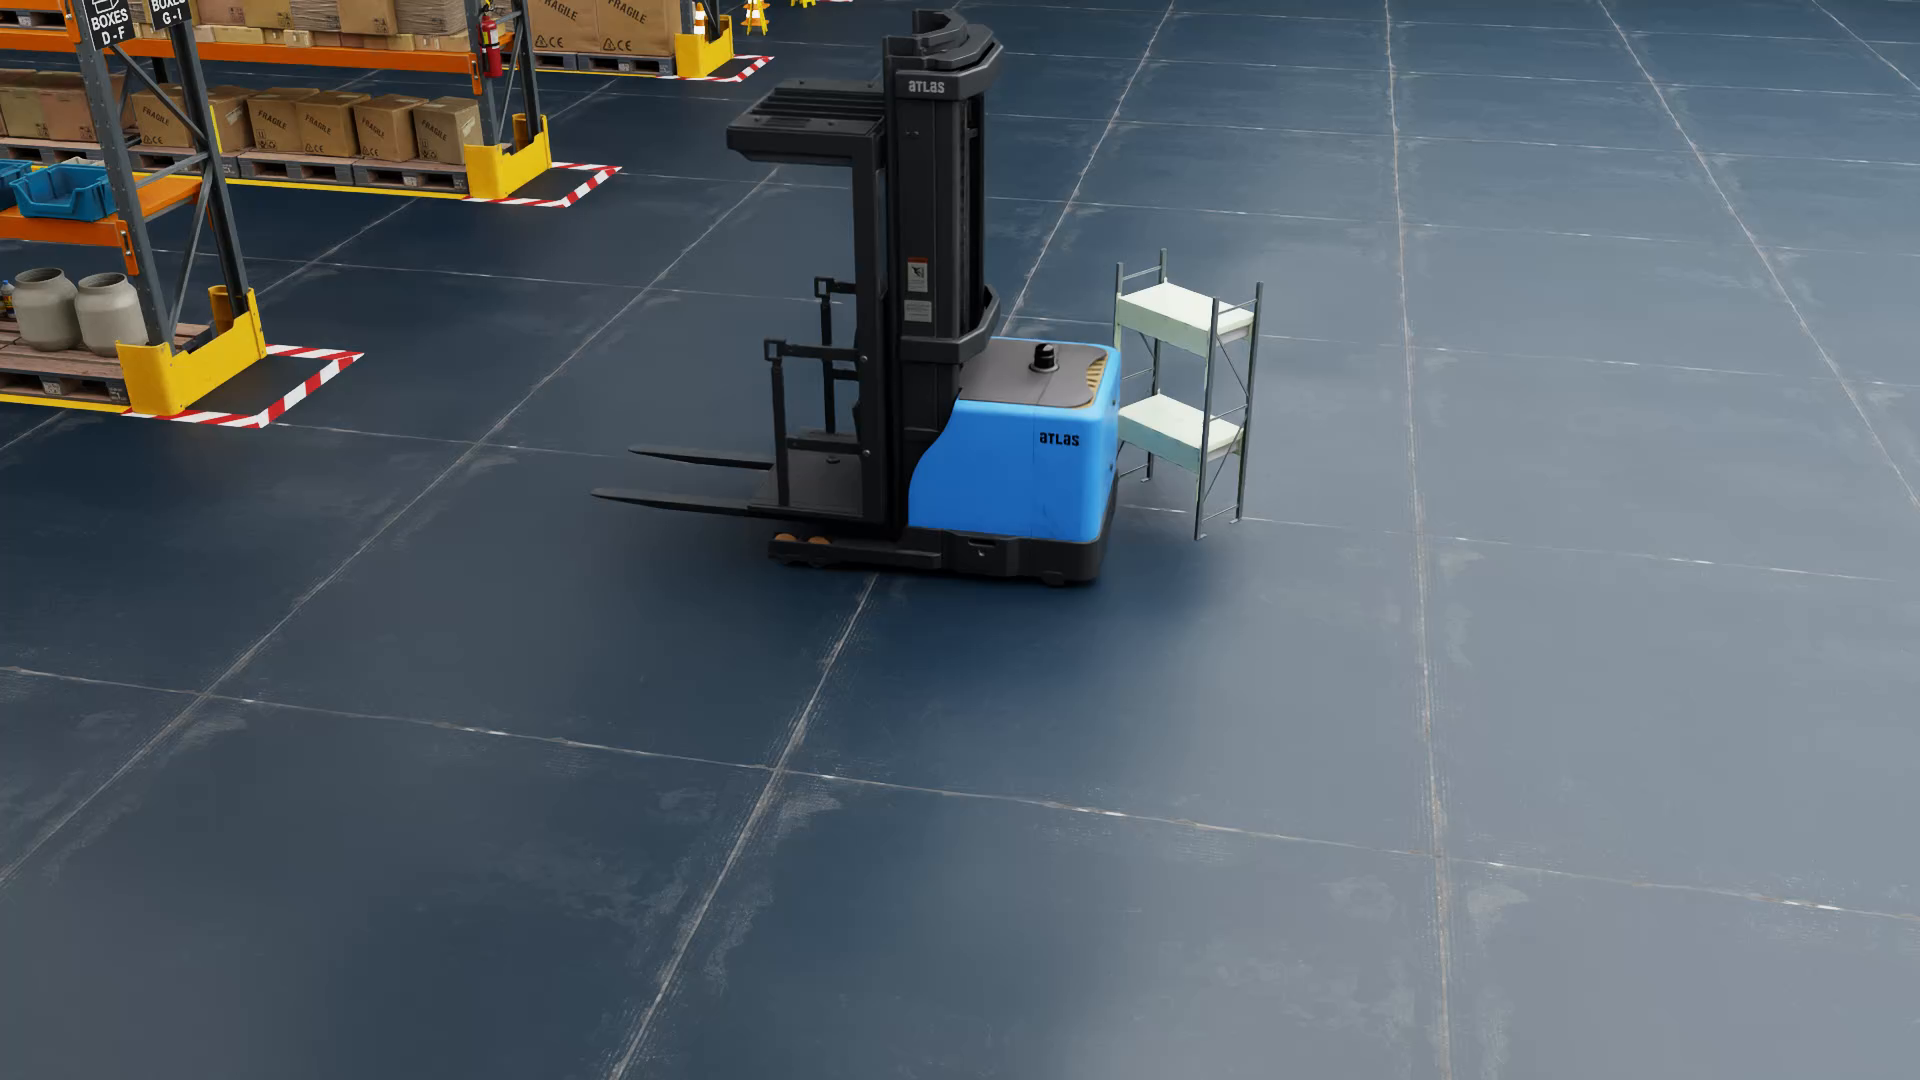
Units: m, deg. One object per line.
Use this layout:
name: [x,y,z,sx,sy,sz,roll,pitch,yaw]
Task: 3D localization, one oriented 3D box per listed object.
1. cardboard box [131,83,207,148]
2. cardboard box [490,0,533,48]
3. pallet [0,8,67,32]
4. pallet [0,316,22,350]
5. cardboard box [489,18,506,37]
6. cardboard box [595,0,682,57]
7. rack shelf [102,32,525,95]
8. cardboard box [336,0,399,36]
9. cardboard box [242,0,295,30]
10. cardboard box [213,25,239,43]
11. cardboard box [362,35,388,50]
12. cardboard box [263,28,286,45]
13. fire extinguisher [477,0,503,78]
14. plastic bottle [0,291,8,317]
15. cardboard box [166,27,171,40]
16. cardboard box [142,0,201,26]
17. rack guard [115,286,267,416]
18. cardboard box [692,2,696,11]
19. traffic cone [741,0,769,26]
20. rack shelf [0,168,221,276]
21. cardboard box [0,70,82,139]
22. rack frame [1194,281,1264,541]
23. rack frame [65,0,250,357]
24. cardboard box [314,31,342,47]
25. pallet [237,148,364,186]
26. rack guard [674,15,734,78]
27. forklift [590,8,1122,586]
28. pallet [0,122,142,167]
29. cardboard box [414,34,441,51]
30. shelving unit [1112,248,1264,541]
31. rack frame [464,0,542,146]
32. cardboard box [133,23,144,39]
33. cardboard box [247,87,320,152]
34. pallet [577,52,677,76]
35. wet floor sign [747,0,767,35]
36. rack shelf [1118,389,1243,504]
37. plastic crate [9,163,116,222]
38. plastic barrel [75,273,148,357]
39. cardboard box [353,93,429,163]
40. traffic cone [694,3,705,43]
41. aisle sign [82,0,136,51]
cardboard box: [-7.789,-4.212,16.485,0.500,0.500,0.500,5,29,9]
cardboard box: [-5.554,-6.570,20.402,0.875,0.875,0.875,6,29,11]
pallet: [-8.888,-5.244,16.404,1.213,0.211,1.003,6,29,11]
pallet: [-7.361,-1.425,12.134,1.213,0.211,1.003,6,29,11]
cardboard box: [-4.488,-4.812,15.678,0.250,0.149,0.380,6,29,11]
cardboard box: [-3.802,-6.390,20.074,0.875,0.875,0.875,6,29,11]
rack shelf: [-6.215,-4.667,15.900,4.000,0.370,1.077,6,29,11]
cardboard box: [-5.306,-5.018,15.378,0.500,0.500,0.875,6,29,11]
cardboard box: [-6.272,-5.144,15.608,0.500,0.500,0.875,6,29,11]
cardboard box: [-6.796,-4.796,15.648,0.250,0.149,0.380,6,29,11]
cardboard box: [-5.322,-4.662,15.403,0.250,0.149,0.380,6,29,11]
cardboard box: [-6.300,-4.762,15.586,0.250,0.149,0.380,6,29,11]
fire extinguisher: [-4.244,-4.520,14.963,0.183,0.674,0.296,6,29,11]
plastic bottle: [-7.103,-1.760,12.297,0.097,0.201,0.097,0,29,0]
cardboard box: [-7.285,-4.846,15.740,0.250,0.149,0.380,6,29,11]
cardboard box: [-7.263,-5.216,15.741,0.500,0.500,0.875,6,29,11]
rack guard: [-5.378,-1.345,11.686,0.348,0.500,1.175,6,29,11]
cardboard box: [-3.893,-7.368,23.053,0.250,0.149,0.380,23,36,36]
traffic cone: [-2.779,-7.205,22.429,0.334,0.463,0.336,6,29,11]
rack shelf: [-7.250,-2.341,11.651,4.000,0.370,1.077,6,29,11]
cardboard box: [-9.230,-4.408,16.822,0.500,0.500,0.700,6,29,10]
rack frame: [1.531,-0.720,9.503,0.400,1.500,0.023,-22,36,-35]
rack frame: [-5.294,-2.456,11.112,0.127,3.000,1.000,6,29,11]
cardboard box: [-5.807,-4.721,15.511,0.250,0.149,0.380,6,29,11]
pallet: [-6.310,-3.788,16.449,1.213,0.211,1.003,6,29,11]
rack guard: [-3.101,-6.002,20.193,0.348,0.500,1.175,6,29,11]
forklift: [-0.630,-1.376,9.211,3.031,2.935,1.130,6,29,10]
pallet: [-8.933,-4.037,16.904,1.213,0.211,1.003,6,29,11]
cardboard box: [-4.826,-4.629,15.342,0.250,0.149,0.380,6,29,11]
shelving unit: [1.292,-0.853,9.747,0.431,1.500,0.755,-22,36,-35]
rack frame: [-4.260,-4.782,15.361,0.127,3.000,1.000,6,29,11]
cardboard box: [-7.782,-4.879,15.799,0.250,0.149,0.380,6,29,11]
cardboard box: [-6.603,-4.132,16.340,0.500,0.500,0.500,3,29,6]
pallet: [-3.923,-5.921,20.346,1.213,0.211,1.003,6,29,11]
wet floor sign: [-2.683,-6.995,21.855,0.232,0.644,0.267,1,29,2]
rack shelf: [1.292,-0.567,9.903,0.431,0.370,0.720,-22,36,-35]
plastic crate: [-5.846,-2.300,10.983,0.616,0.251,0.499,6,29,11]
plastic barrel: [-5.953,-1.579,11.664,0.421,0.512,0.421,0,29,0]
cardboard box: [-5.459,-3.984,16.069,0.500,0.500,0.500,14,32,24]
traffic cone: [-3.348,-6.708,21.521,0.334,0.463,0.336,6,29,11]
aisle sign: [-5.286,-3.449,10.220,0.004,0.787,0.394,6,29,11]
